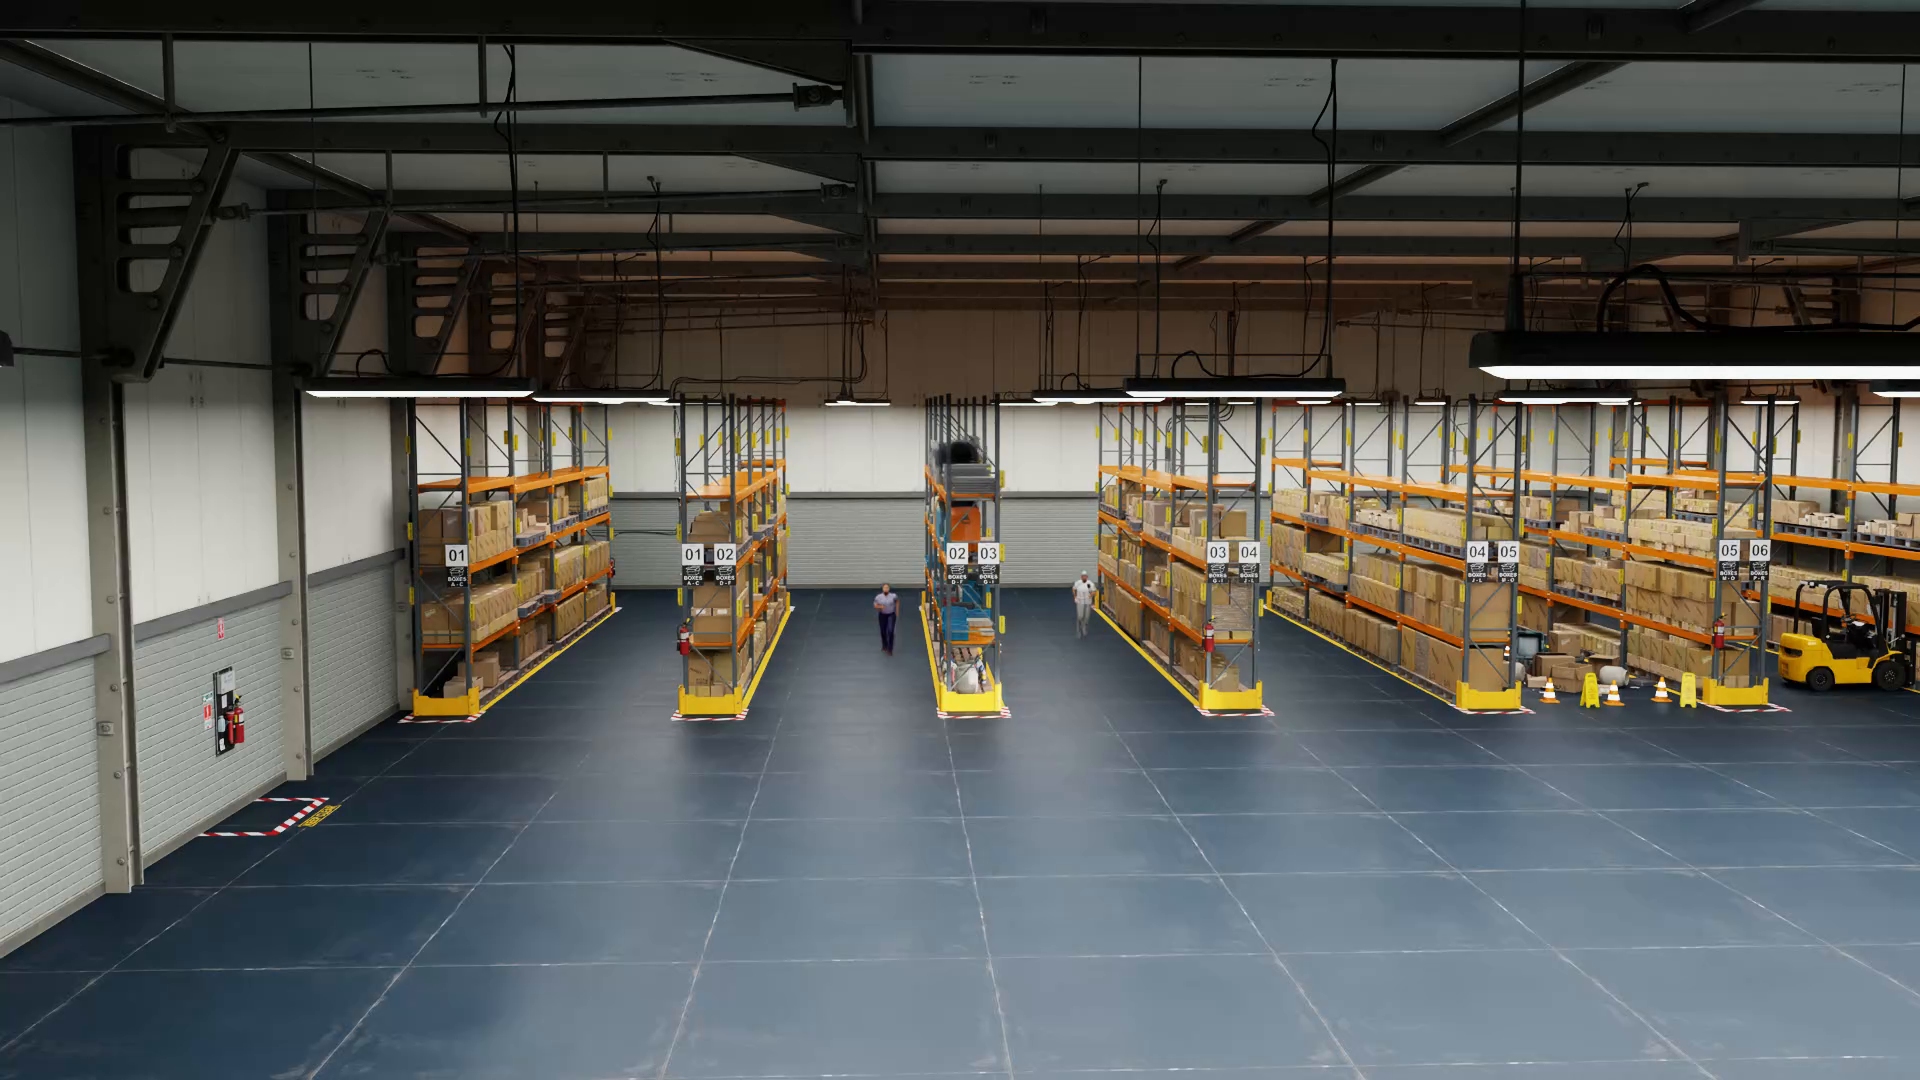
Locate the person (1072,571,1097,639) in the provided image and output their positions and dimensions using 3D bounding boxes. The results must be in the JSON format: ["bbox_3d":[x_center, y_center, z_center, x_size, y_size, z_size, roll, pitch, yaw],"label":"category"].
[{"bbox_3d":[3.127,1.621,41.593,0.595,1.702,0.710,0,5,-2],"label":"person"}]

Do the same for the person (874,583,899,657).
[{"bbox_3d":[-1.709,1.848,38.670,0.569,1.707,0.841,0,5,3],"label":"person"}]
